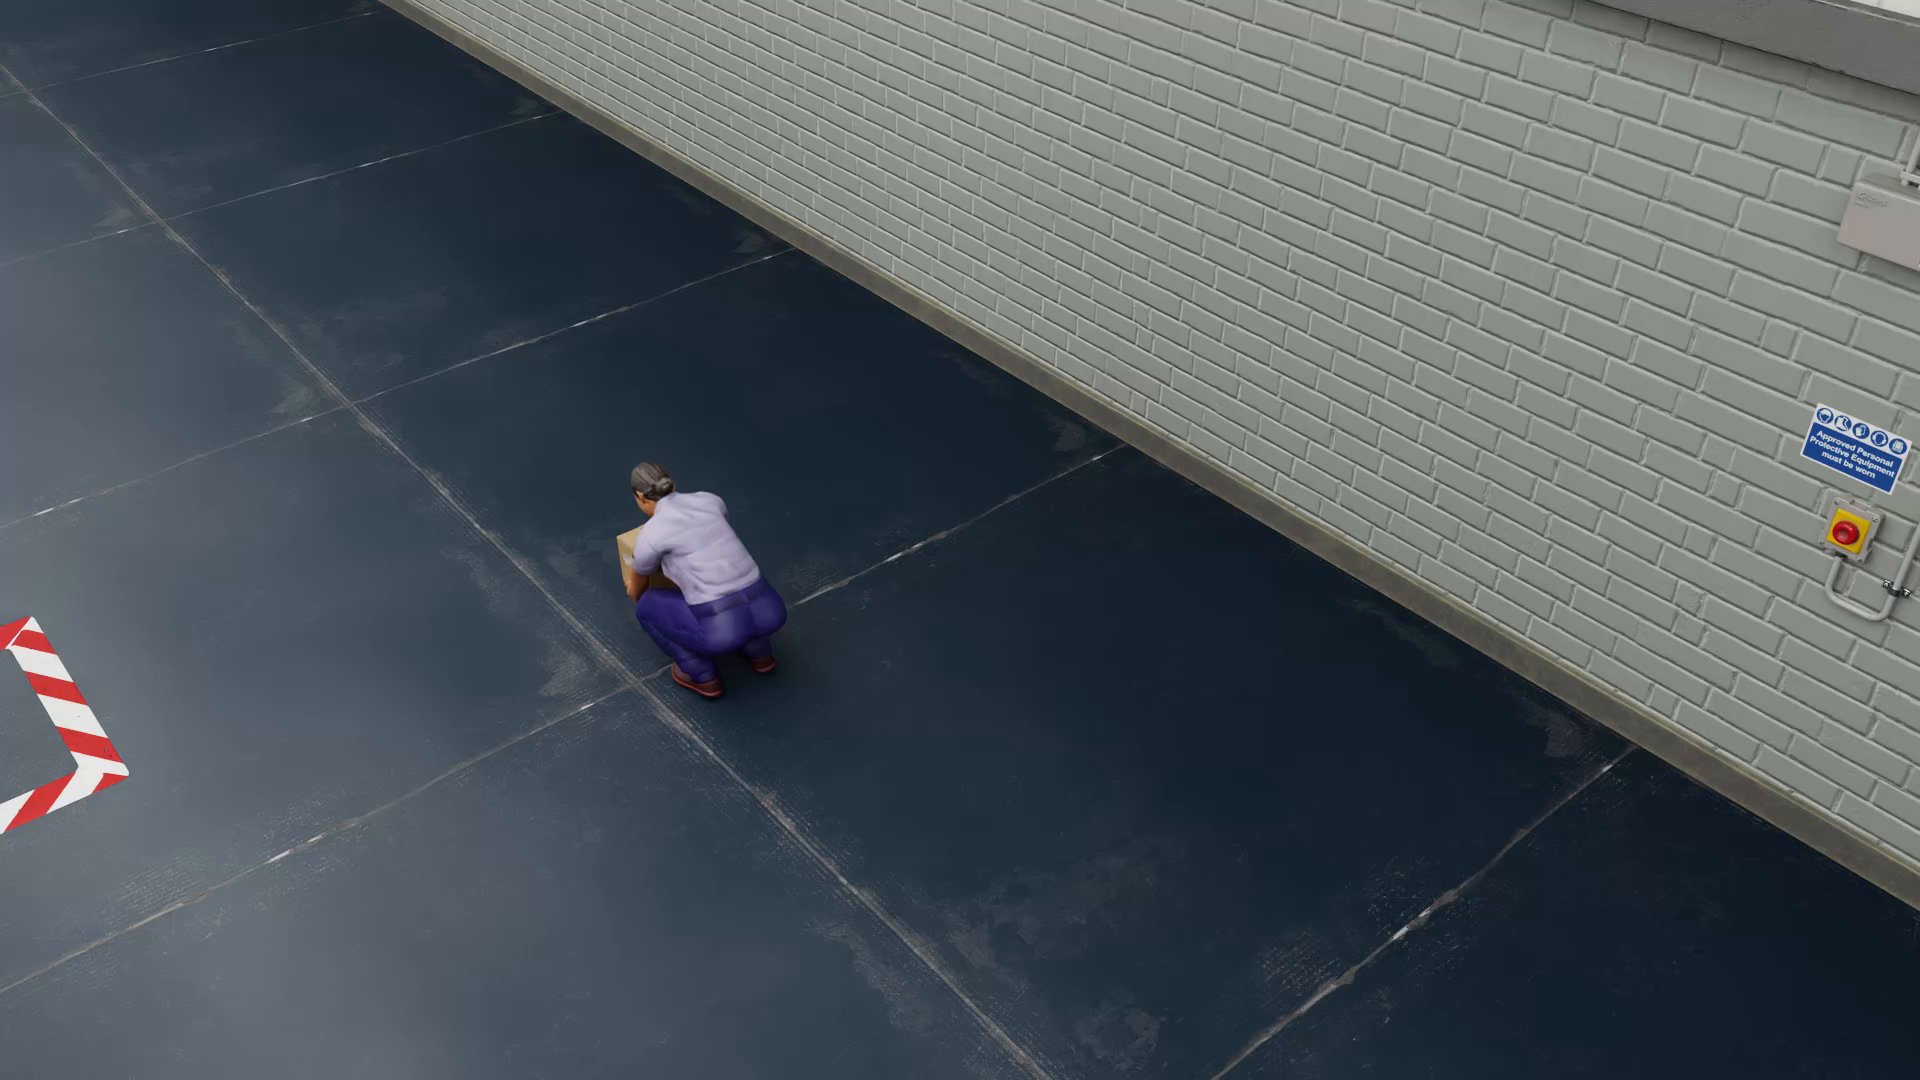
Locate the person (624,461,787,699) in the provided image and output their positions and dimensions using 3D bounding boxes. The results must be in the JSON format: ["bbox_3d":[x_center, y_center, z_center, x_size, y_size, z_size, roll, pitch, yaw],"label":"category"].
[{"bbox_3d":[-1.123,0.139,7.093,0.525,0.931,0.833,-27,44,-32],"label":"person"}]
